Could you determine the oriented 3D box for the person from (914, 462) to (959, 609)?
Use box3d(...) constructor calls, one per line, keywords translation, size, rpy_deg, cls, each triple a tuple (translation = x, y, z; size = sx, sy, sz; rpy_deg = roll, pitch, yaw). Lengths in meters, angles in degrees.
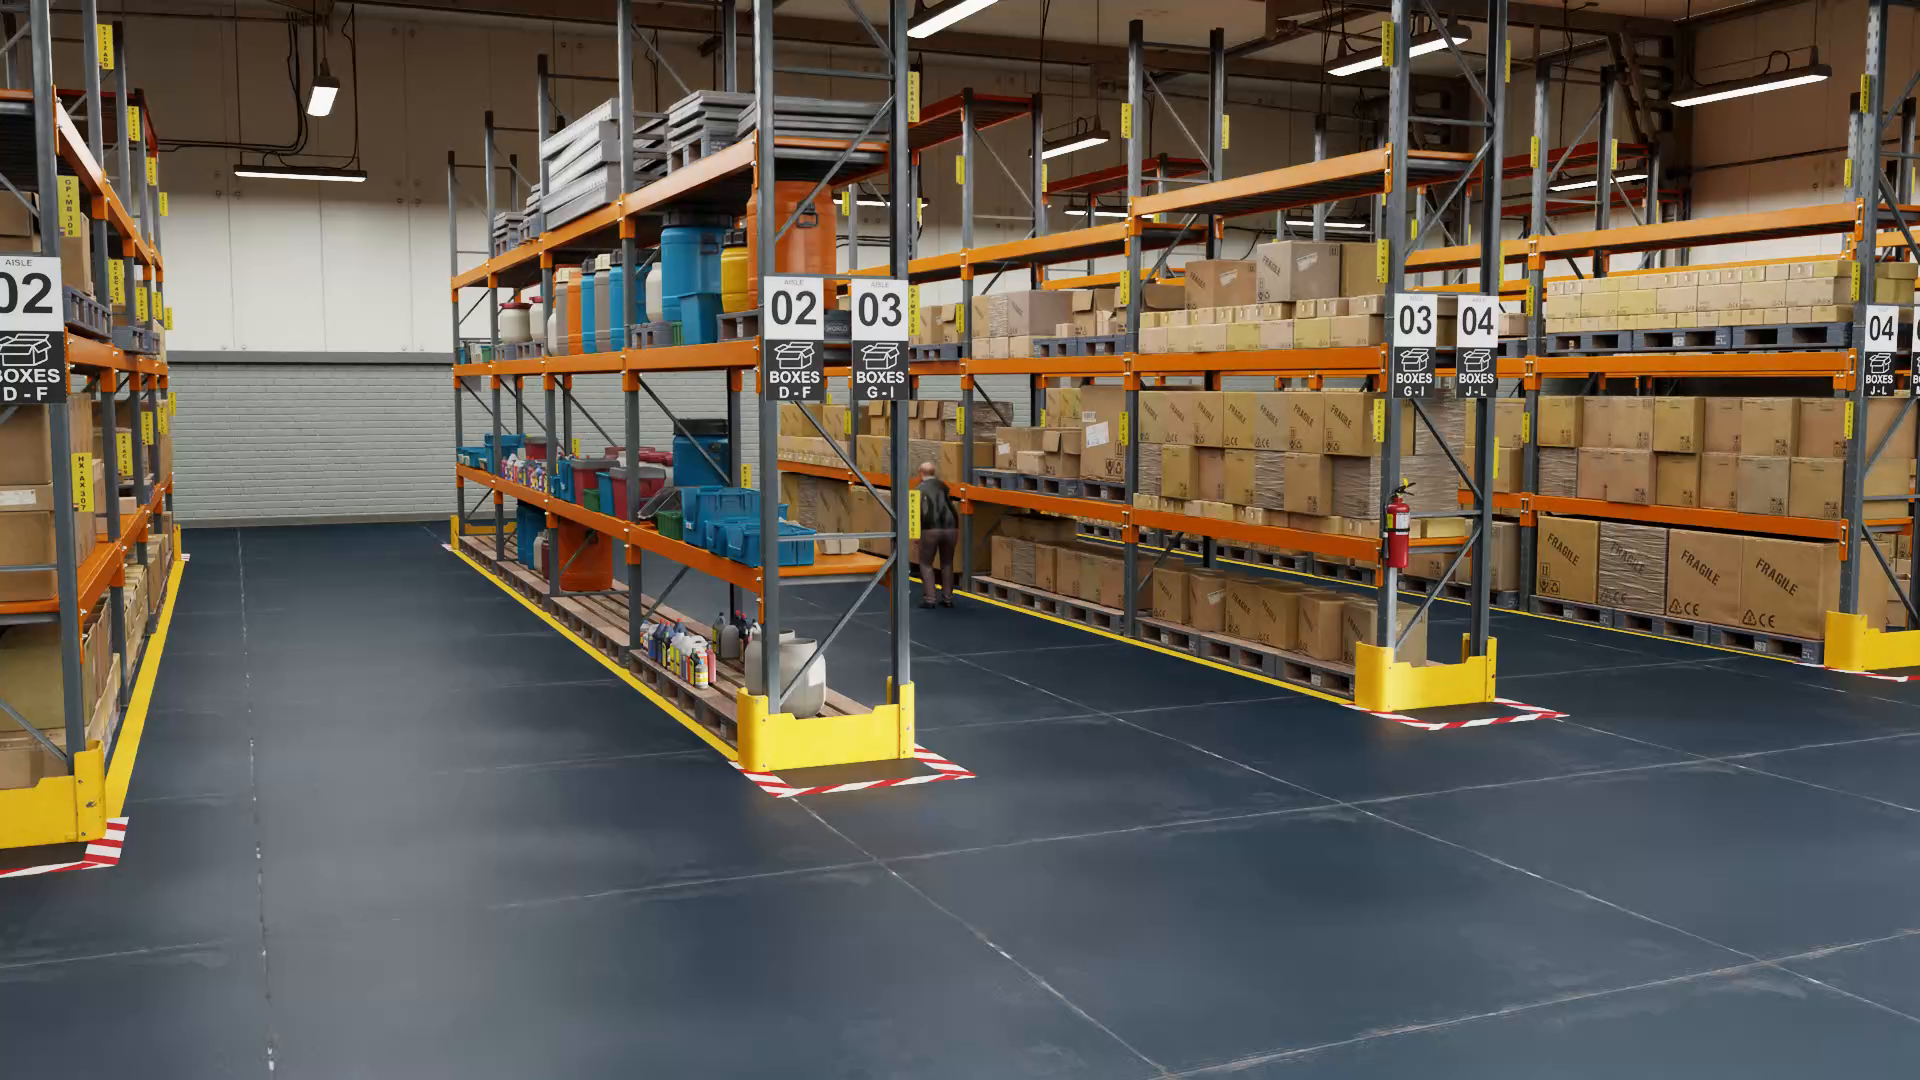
box3d(translation=(-0.293, -0.057, 18.812), size=(0.471, 1.640, 0.612), rpy_deg=(-2, 6, -25), cls="person")
